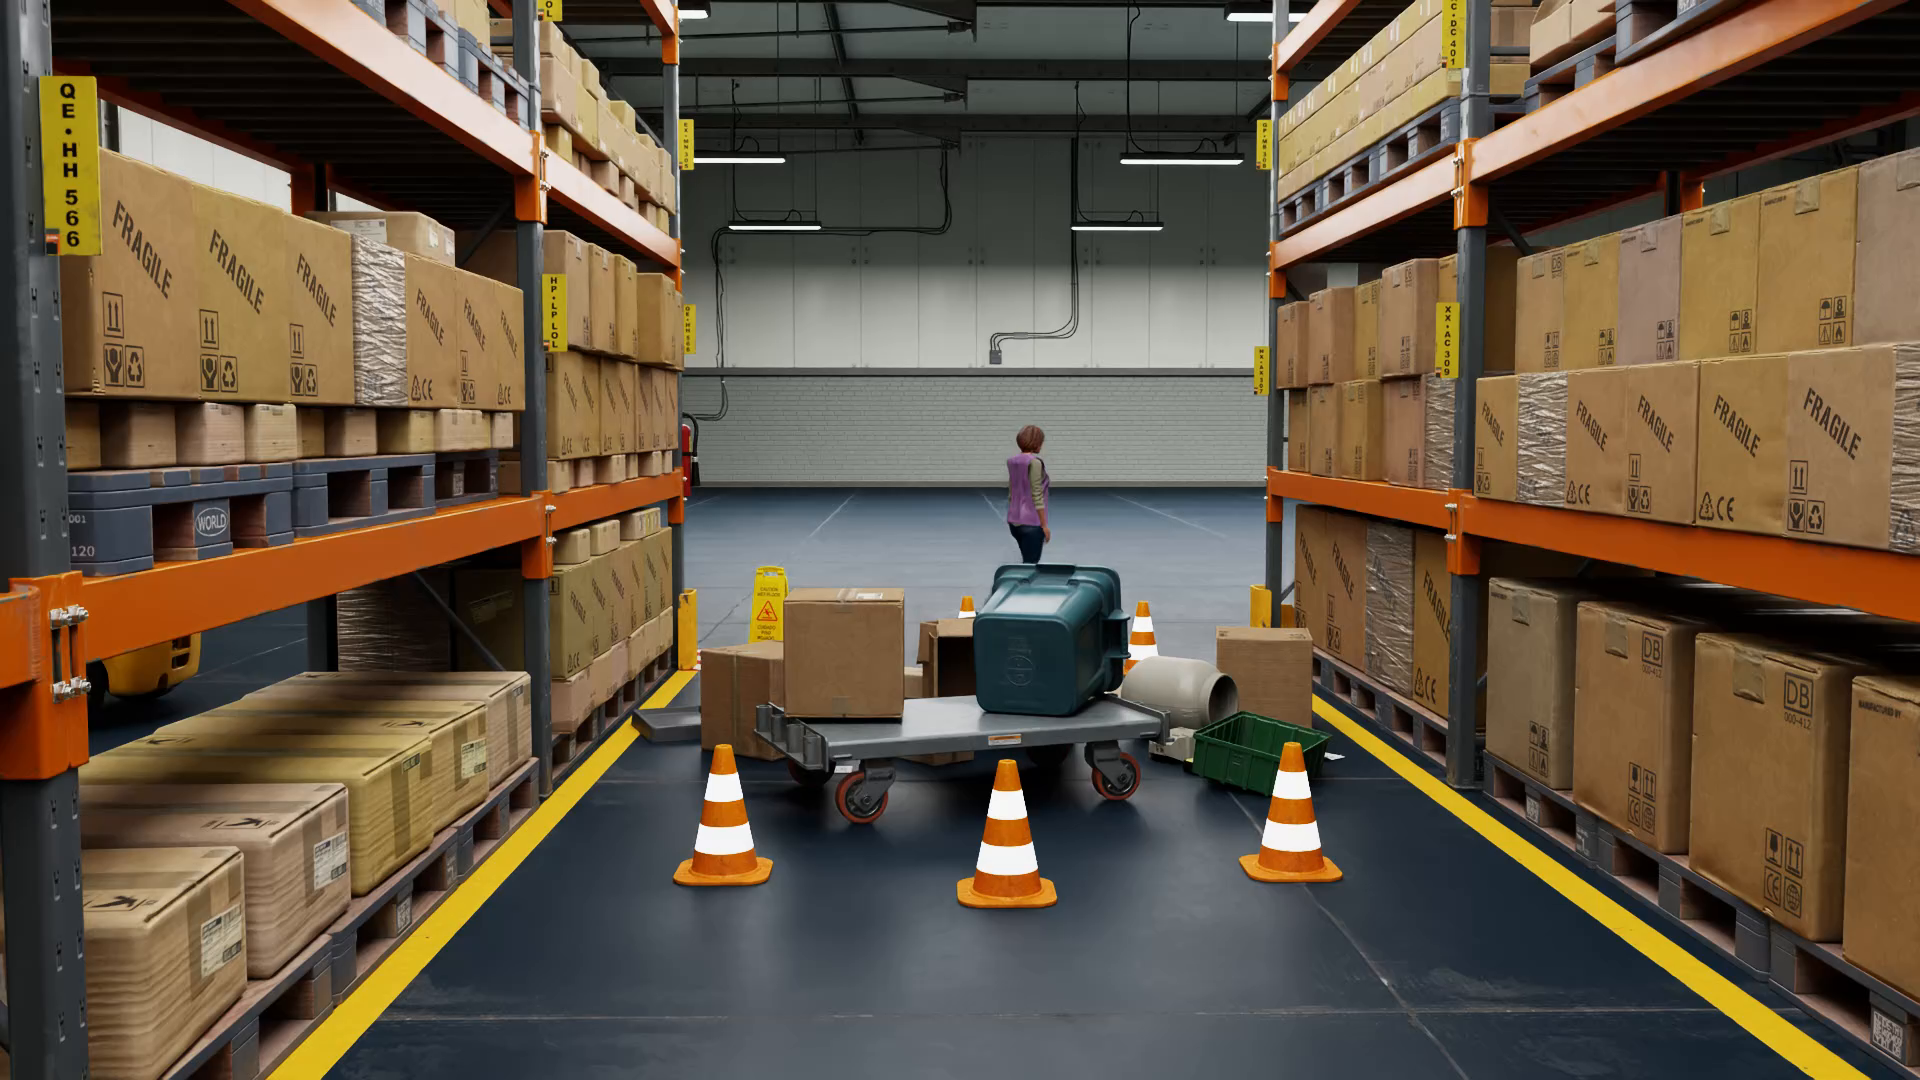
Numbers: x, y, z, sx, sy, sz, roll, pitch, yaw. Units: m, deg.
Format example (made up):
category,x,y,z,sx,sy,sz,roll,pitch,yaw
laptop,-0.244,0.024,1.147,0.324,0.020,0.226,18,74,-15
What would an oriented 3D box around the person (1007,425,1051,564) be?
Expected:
category,x,y,z,sx,sy,sz,roll,pitch,yaw
person,0.525,-0.101,13.053,0.360,1.608,0.441,-2,5,-30
